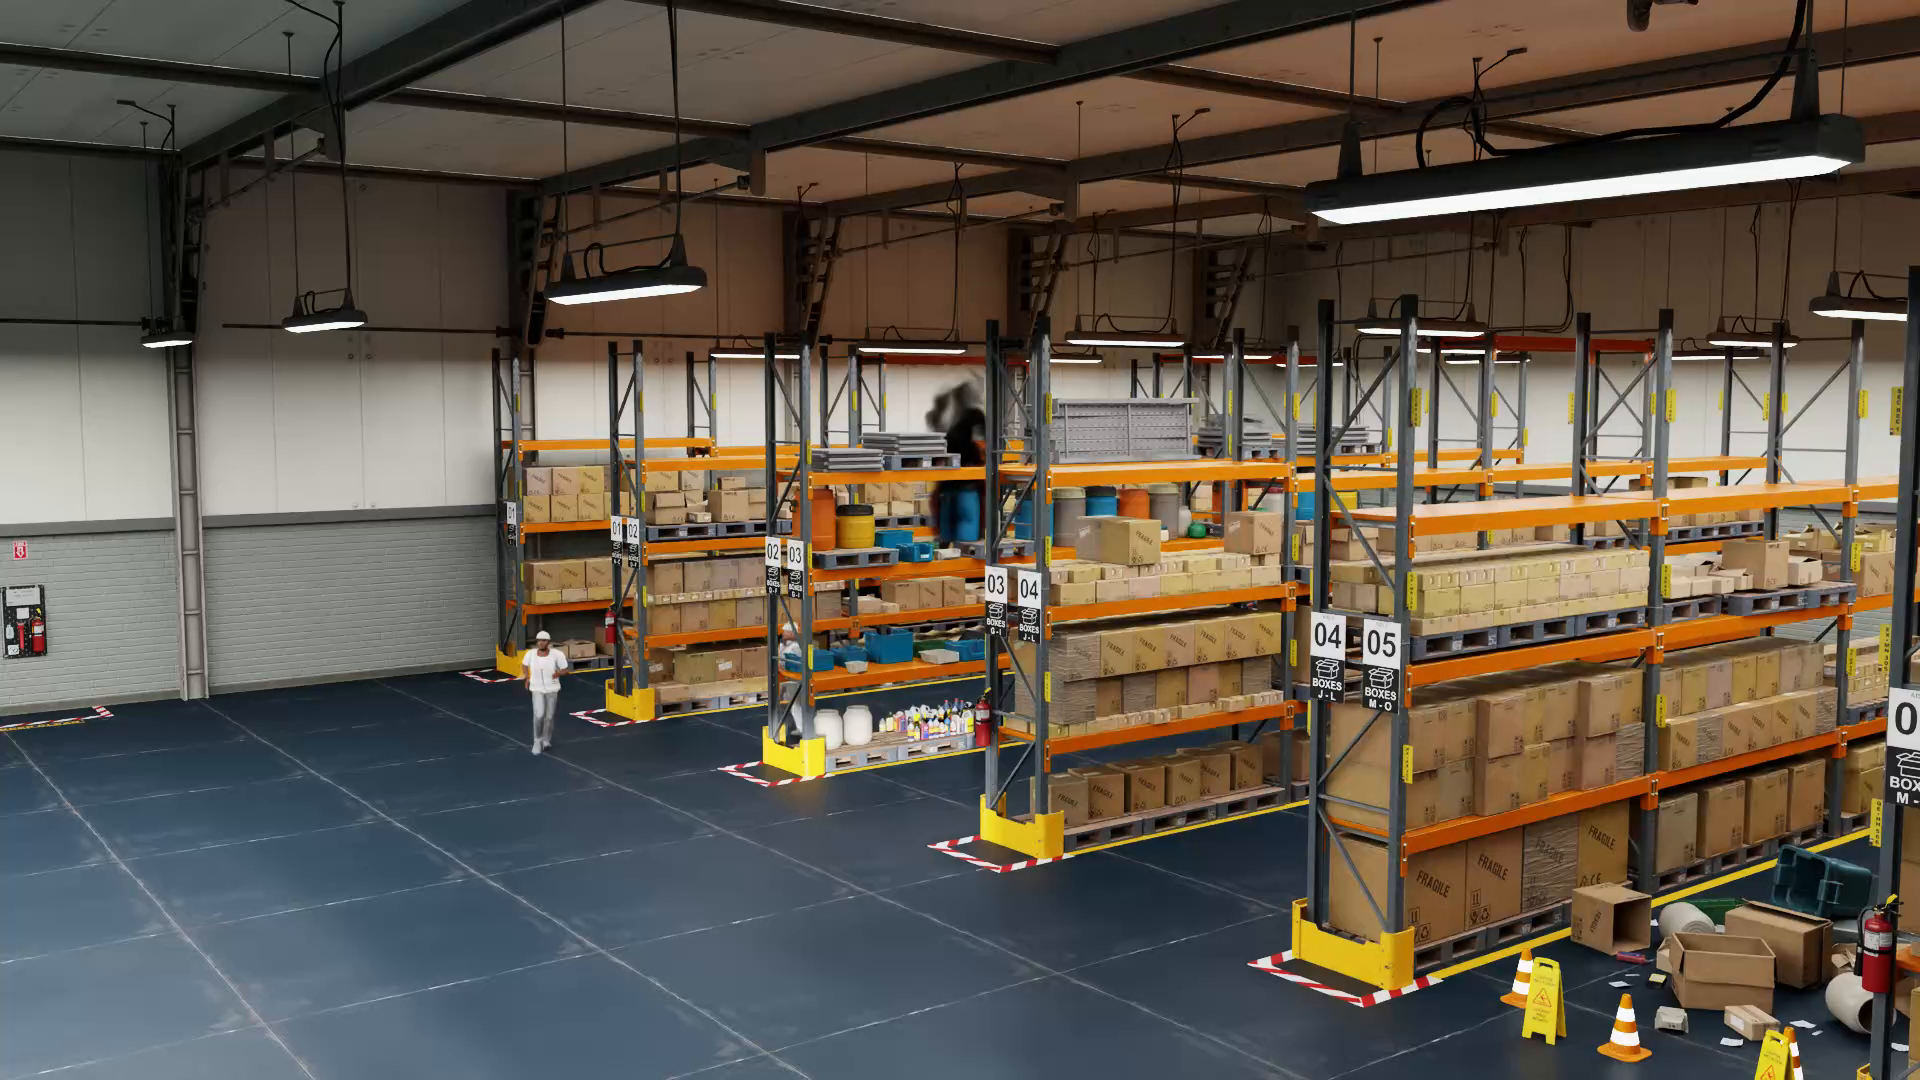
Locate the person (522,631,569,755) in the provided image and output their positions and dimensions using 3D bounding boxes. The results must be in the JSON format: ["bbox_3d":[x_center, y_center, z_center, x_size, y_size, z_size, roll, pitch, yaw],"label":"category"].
[{"bbox_3d":[-5.966,2.202,23.939,0.663,1.803,0.722,-1,5,-12],"label":"person"}]

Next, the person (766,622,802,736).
[{"bbox_3d":[-2.585,2.110,24.779,0.625,1.793,0.715,4,6,38],"label":"person"}]
